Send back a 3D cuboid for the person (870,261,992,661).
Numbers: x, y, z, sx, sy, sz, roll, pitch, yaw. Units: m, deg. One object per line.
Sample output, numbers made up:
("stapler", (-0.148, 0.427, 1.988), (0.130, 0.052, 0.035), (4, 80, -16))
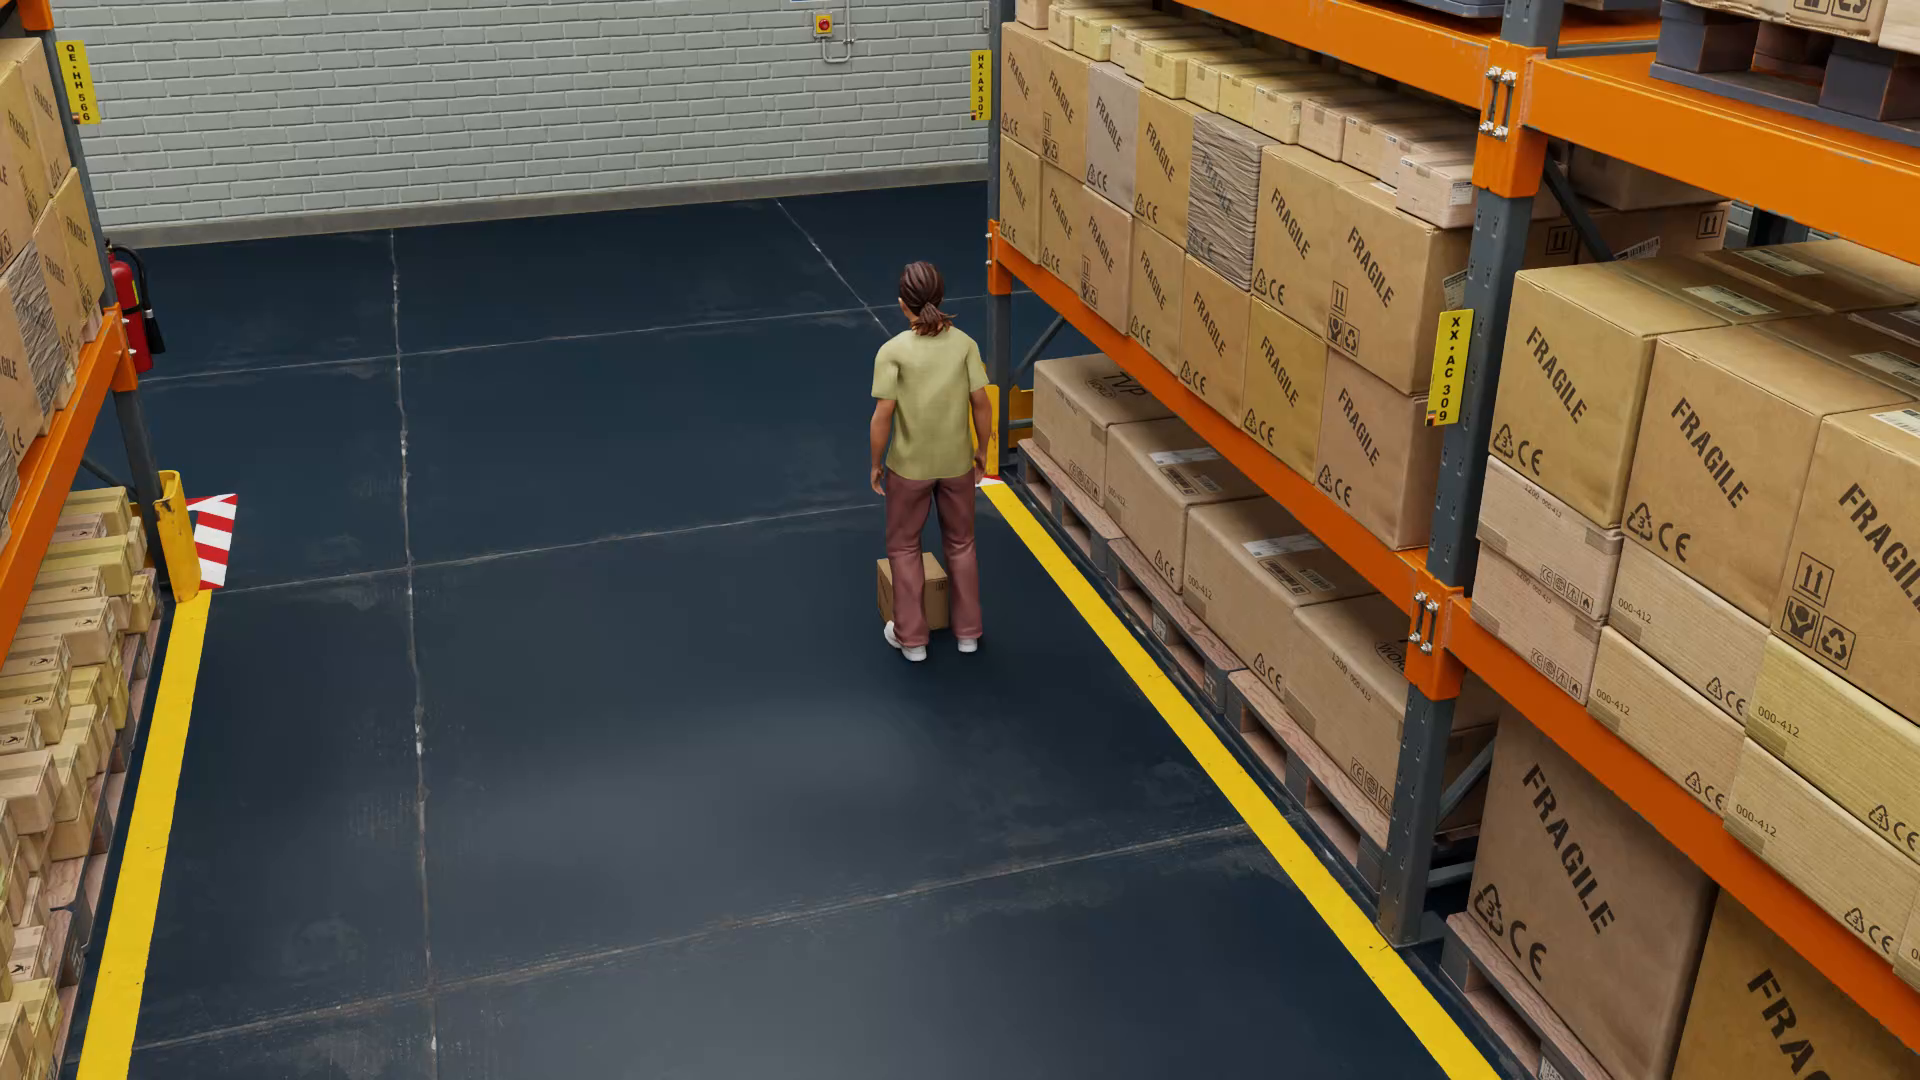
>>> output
("person", (-0.126, -0.300, 6.719), (0.499, 1.673, 0.358), (-7, 27, -14))
